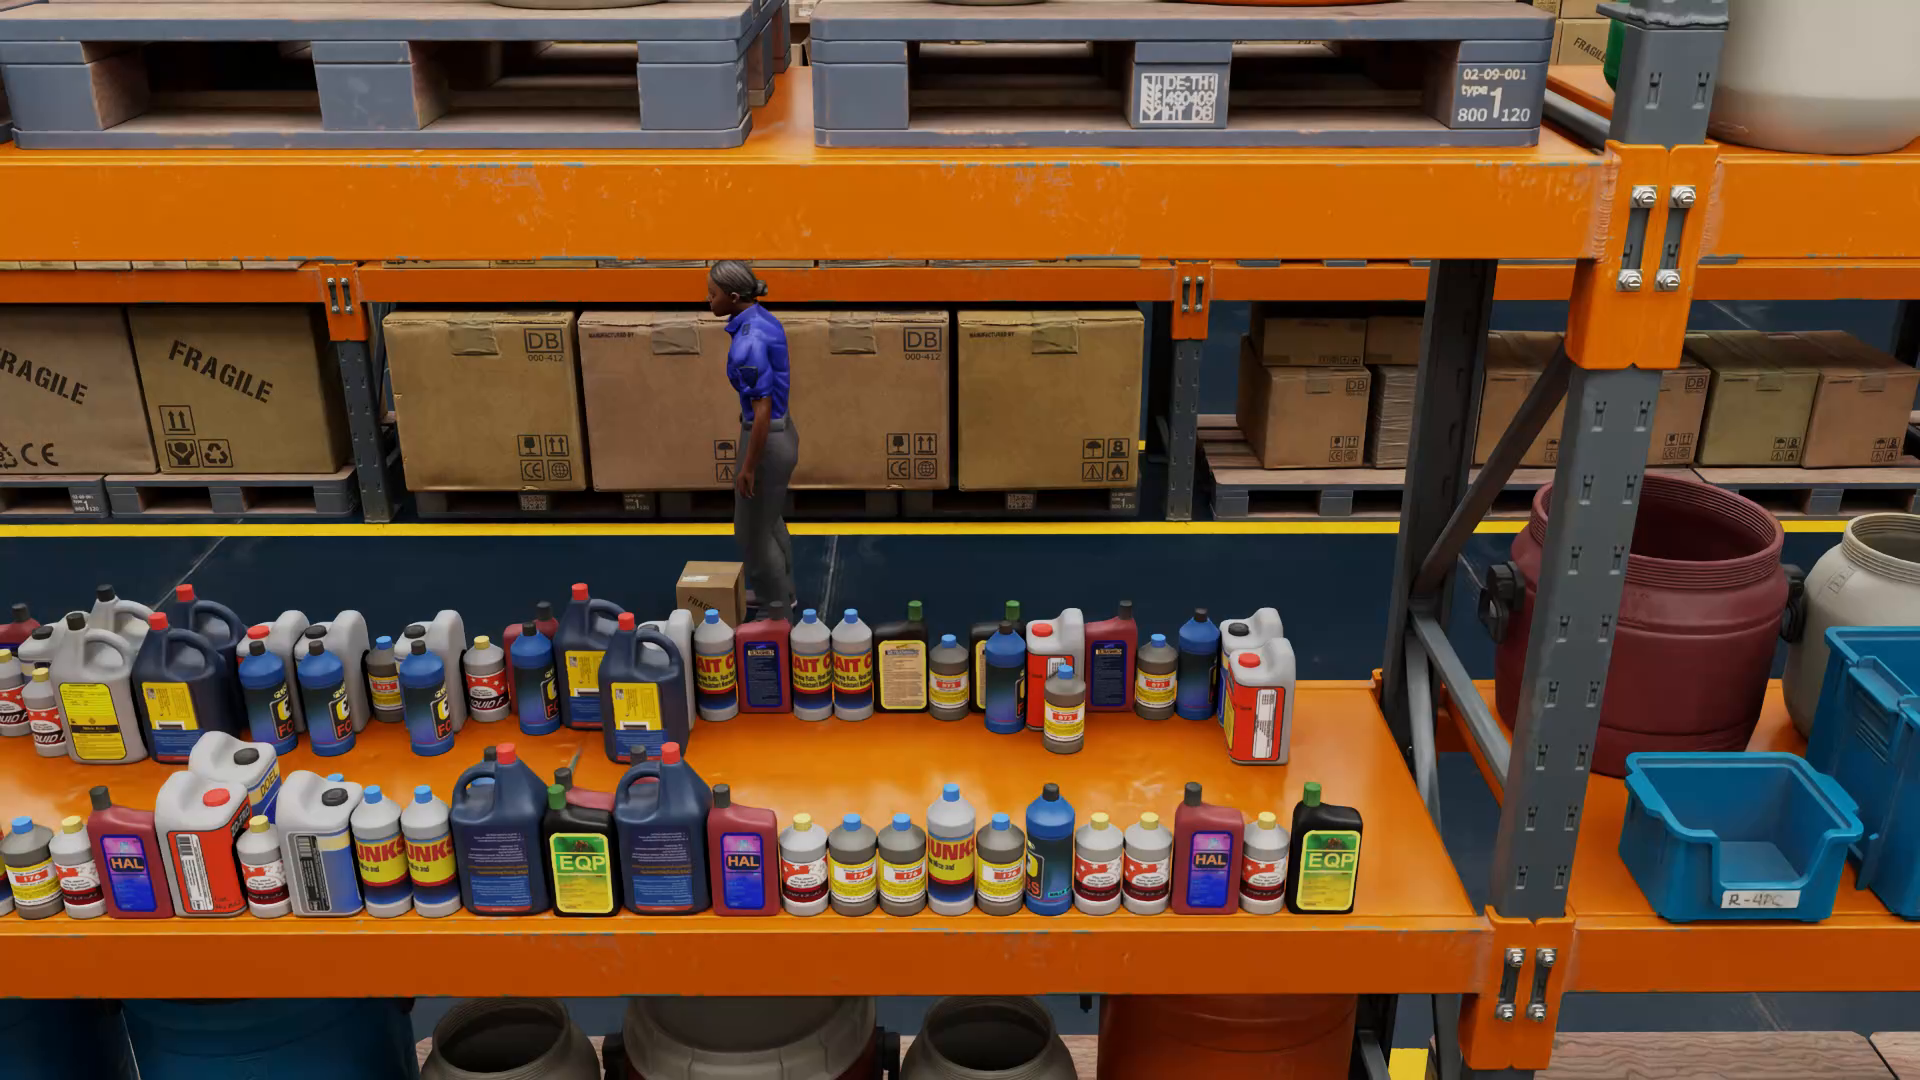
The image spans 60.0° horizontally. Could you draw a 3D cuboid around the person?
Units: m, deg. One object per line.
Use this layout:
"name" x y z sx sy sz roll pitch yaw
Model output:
"person" -0.847 -0.384 6.959 0.349 1.655 0.525 -1 24 -2
